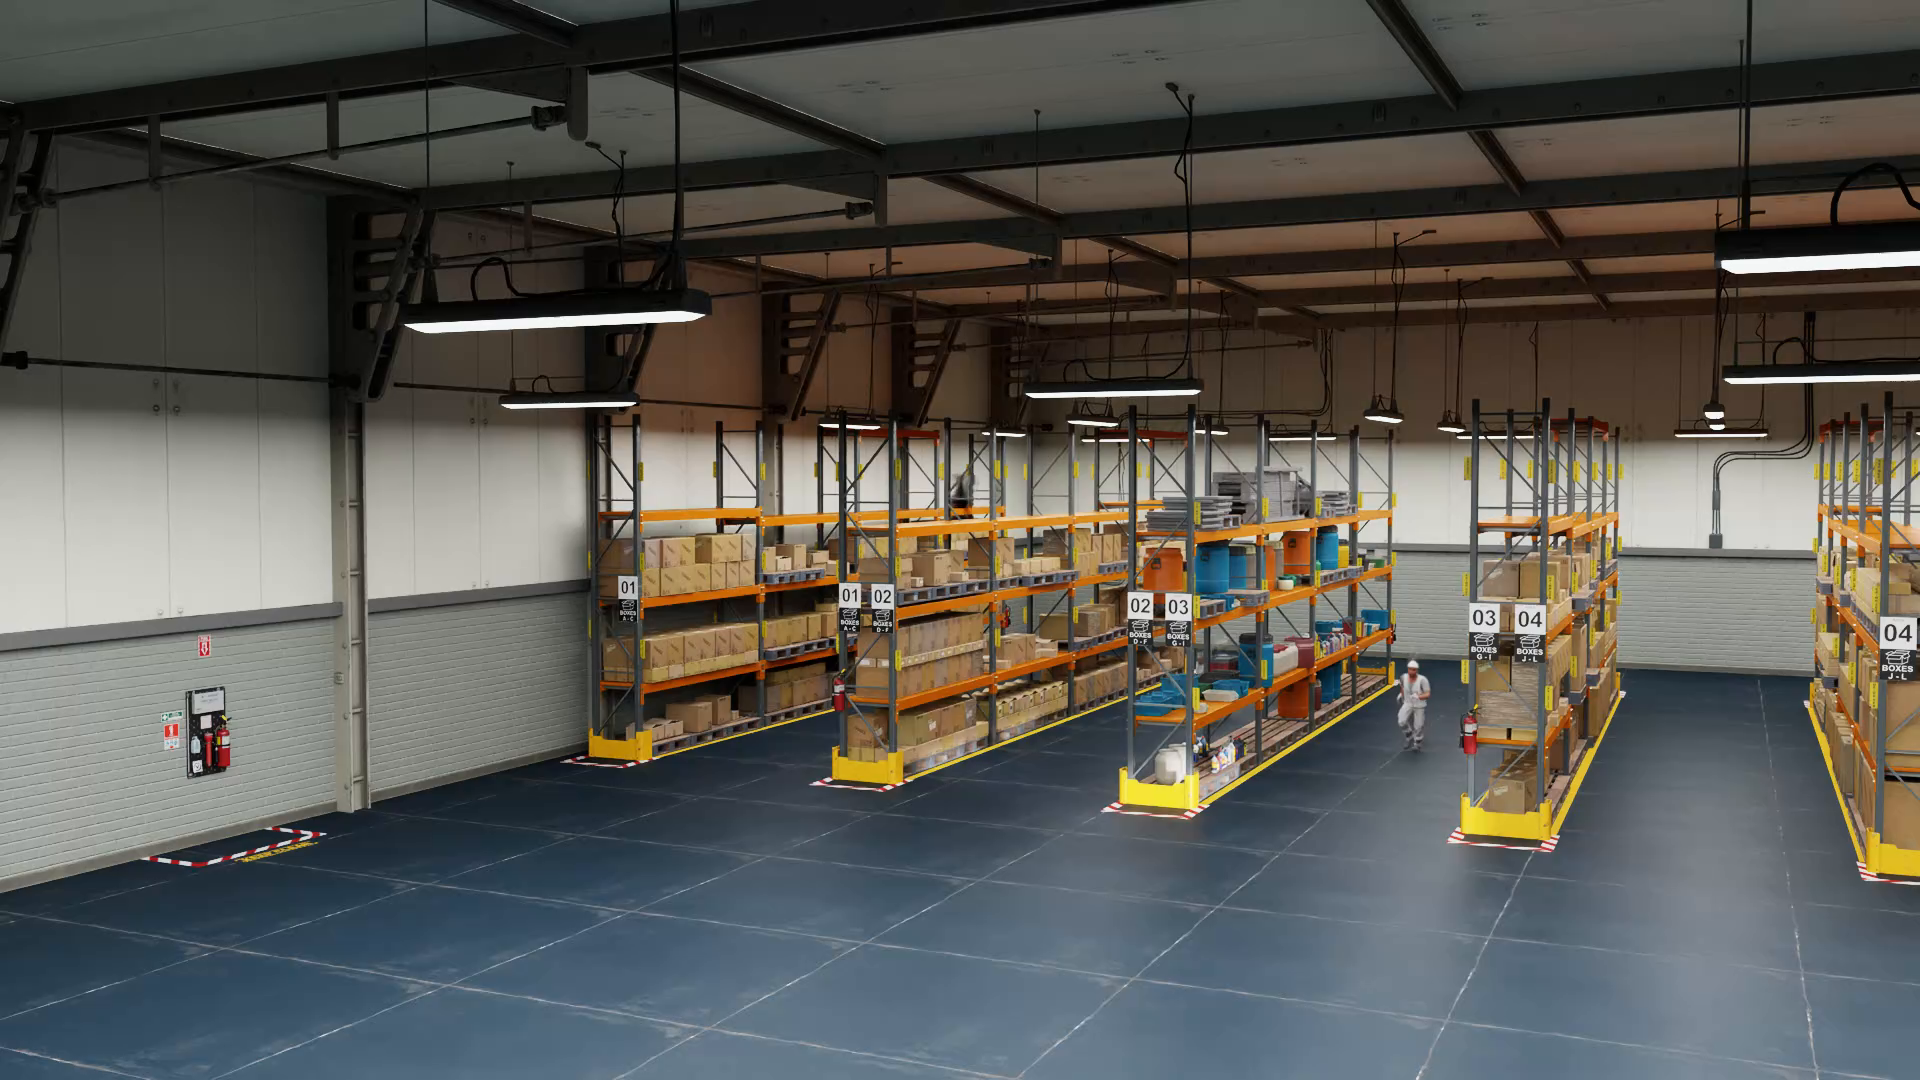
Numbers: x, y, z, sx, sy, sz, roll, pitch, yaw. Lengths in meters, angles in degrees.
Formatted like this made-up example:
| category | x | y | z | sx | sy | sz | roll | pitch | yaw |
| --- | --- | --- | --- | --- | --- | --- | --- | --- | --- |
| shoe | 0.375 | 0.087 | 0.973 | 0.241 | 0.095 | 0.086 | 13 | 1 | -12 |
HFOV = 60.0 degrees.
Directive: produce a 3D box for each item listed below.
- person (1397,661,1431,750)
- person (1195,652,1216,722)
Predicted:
| category | x | y | z | sx | sy | sz | roll | pitch | yaw |
| --- | --- | --- | --- | --- | --- | --- | --- | --- | --- |
| person | 8.030 | 2.943 | 29.501 | 0.685 | 1.649 | 0.962 | 1 | 3 | 29 |
| person | 4.858 | 2.904 | 32.598 | 0.567 | 1.489 | 1.059 | 2 | 3 | 35 |
